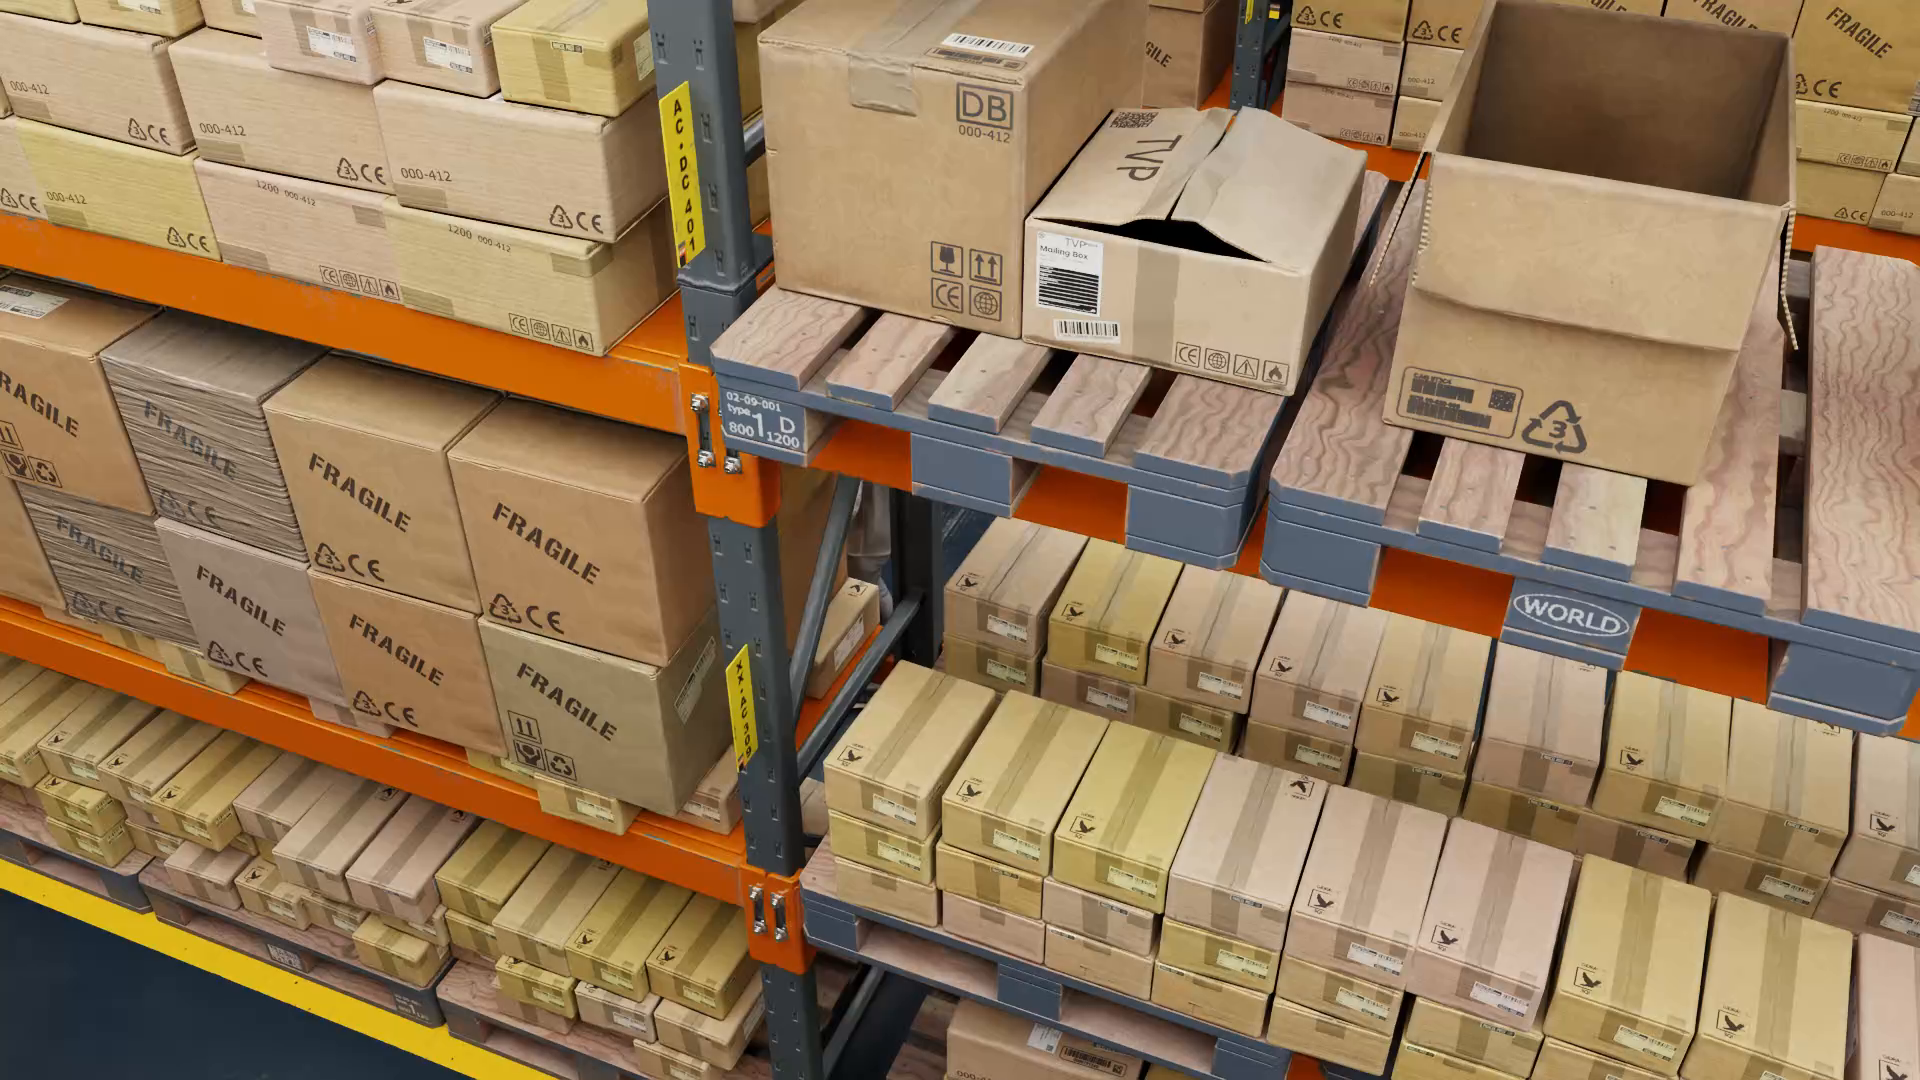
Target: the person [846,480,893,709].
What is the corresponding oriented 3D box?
[{"bbox_3d":[-0.394,-0.043,6.207,0.384,1.602,0.444,8,39,10],"label":"person"}]
